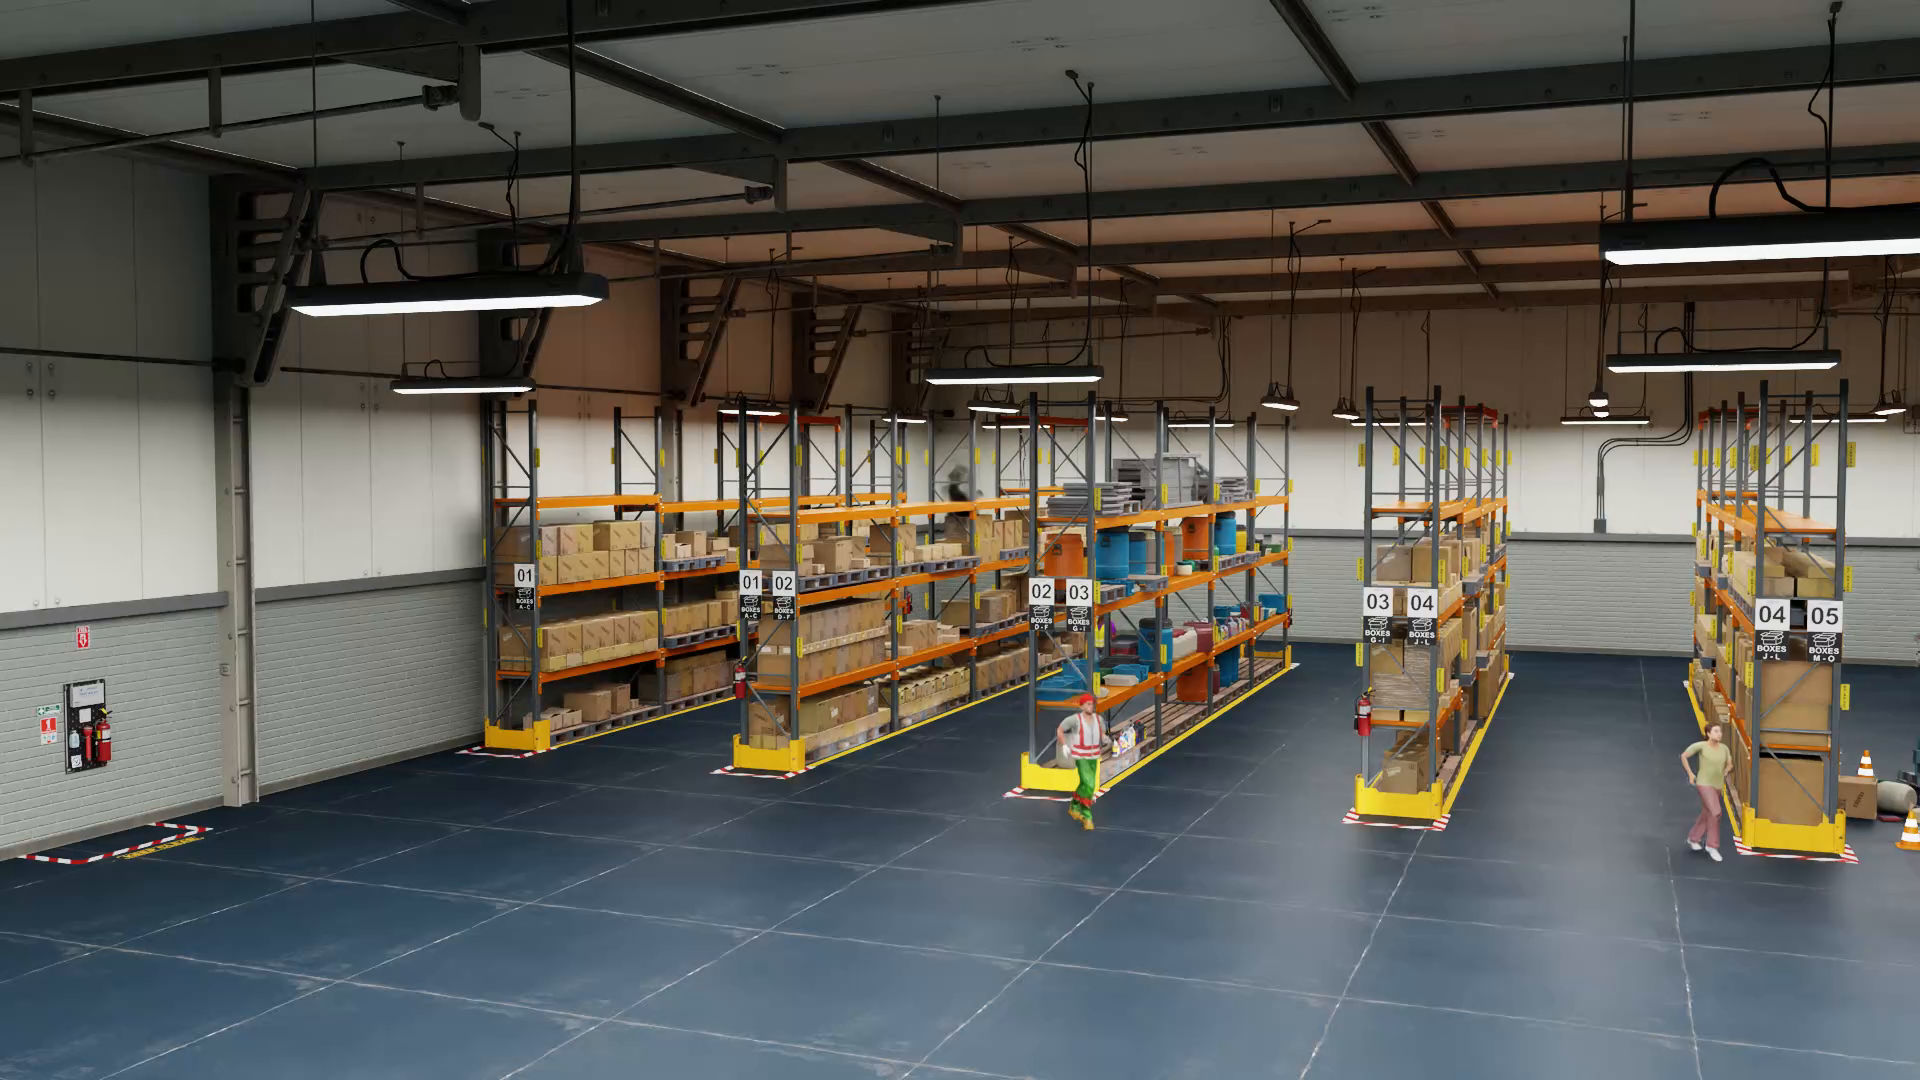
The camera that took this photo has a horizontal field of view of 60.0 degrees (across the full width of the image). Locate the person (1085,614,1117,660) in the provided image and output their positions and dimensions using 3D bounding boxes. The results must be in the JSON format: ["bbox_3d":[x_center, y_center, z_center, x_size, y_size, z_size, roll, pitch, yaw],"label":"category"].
[{"bbox_3d":[3.055,2.348,36.219,0.714,1.740,0.814,1,3,14],"label":"person"}]

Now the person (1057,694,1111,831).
[{"bbox_3d":[1.721,3.004,22.604,0.636,1.844,0.787,-2,3,-35],"label":"person"}]

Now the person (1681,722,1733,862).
[{"bbox_3d":[9.444,3.123,20.898,0.565,1.684,0.740,-1,3,-13],"label":"person"}]

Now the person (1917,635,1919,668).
[{"bbox_3d":[21.018,2.364,35.854,0.741,1.813,0.687,1,3,13],"label":"person"}]
